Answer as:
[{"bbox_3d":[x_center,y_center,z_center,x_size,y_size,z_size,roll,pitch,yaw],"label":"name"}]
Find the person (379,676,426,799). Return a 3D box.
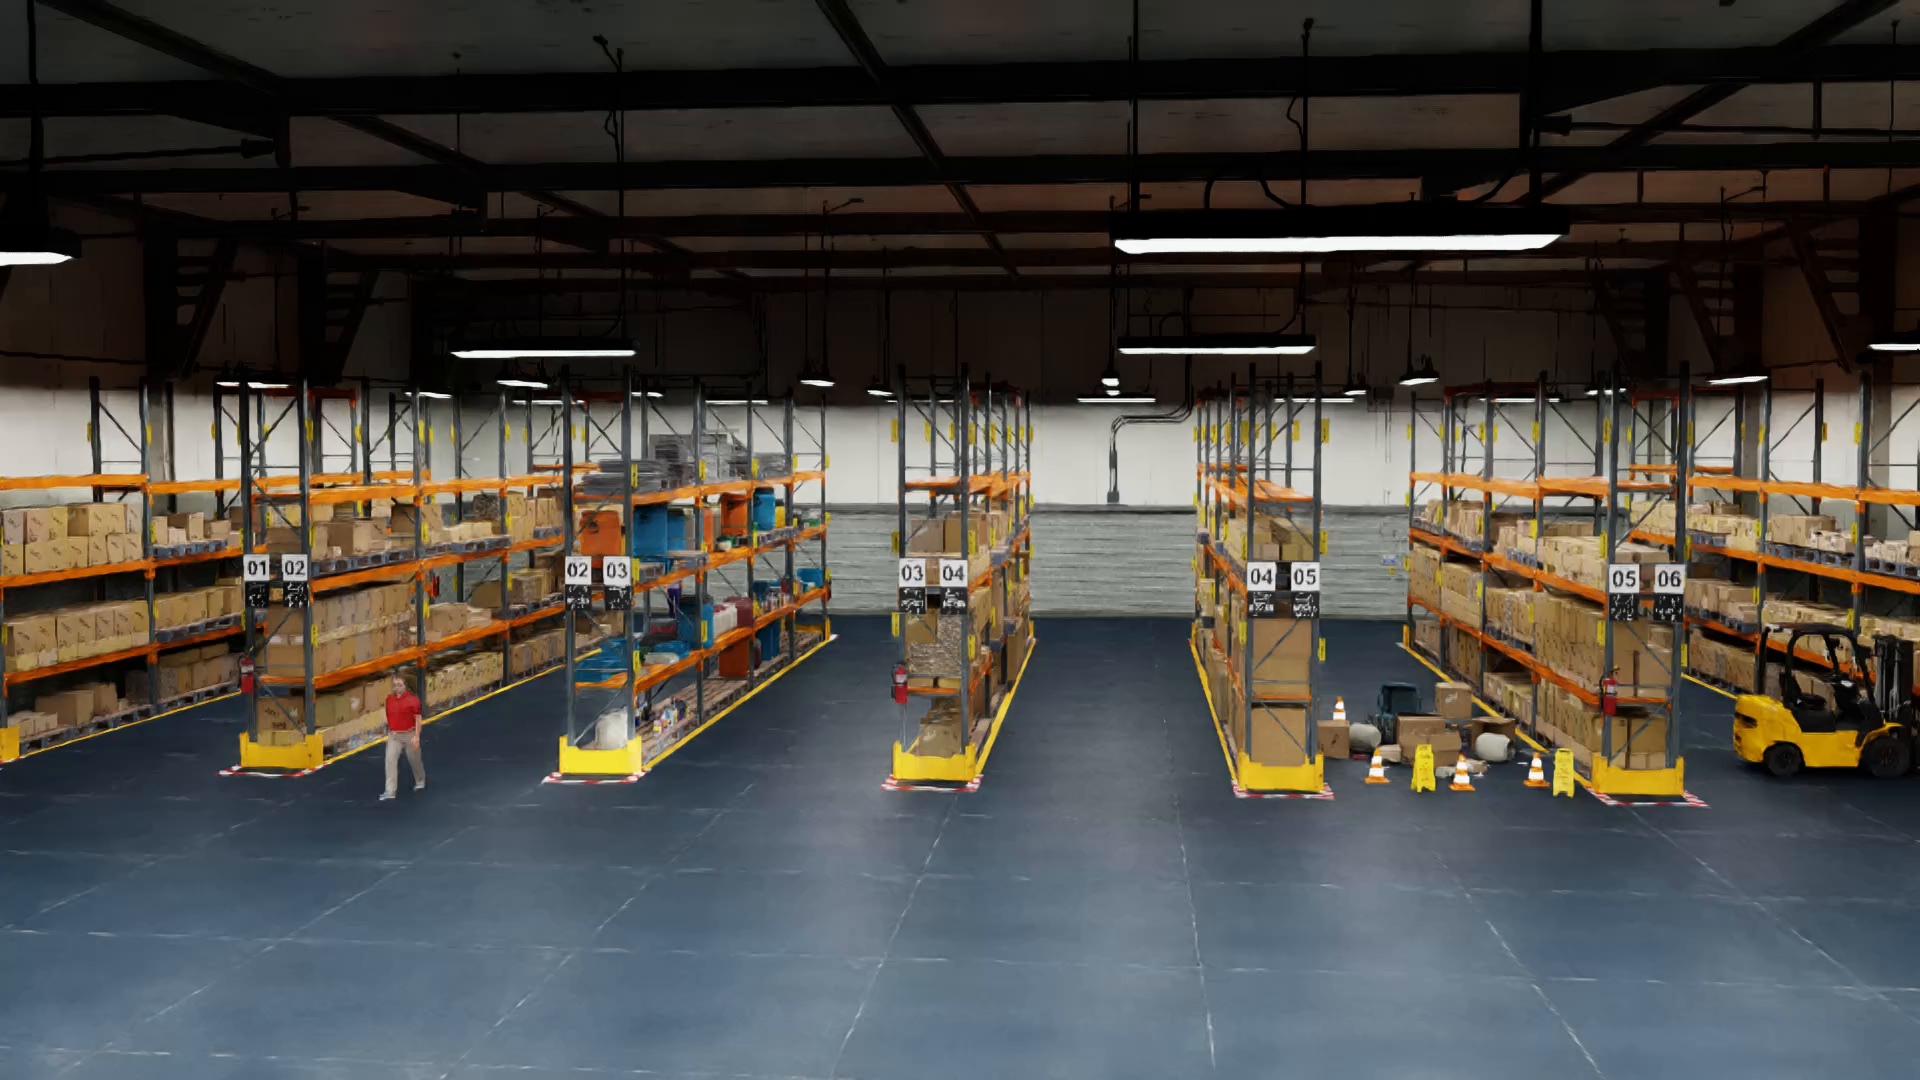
[{"bbox_3d":[-7.652,2.694,22.876,0.556,1.669,1.030,0,4,5],"label":"person"}]

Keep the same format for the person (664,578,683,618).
[{"bbox_3d":[-7.587,1.378,43.989,0.478,1.580,1.000,0,4,-3],"label":"person"}]
